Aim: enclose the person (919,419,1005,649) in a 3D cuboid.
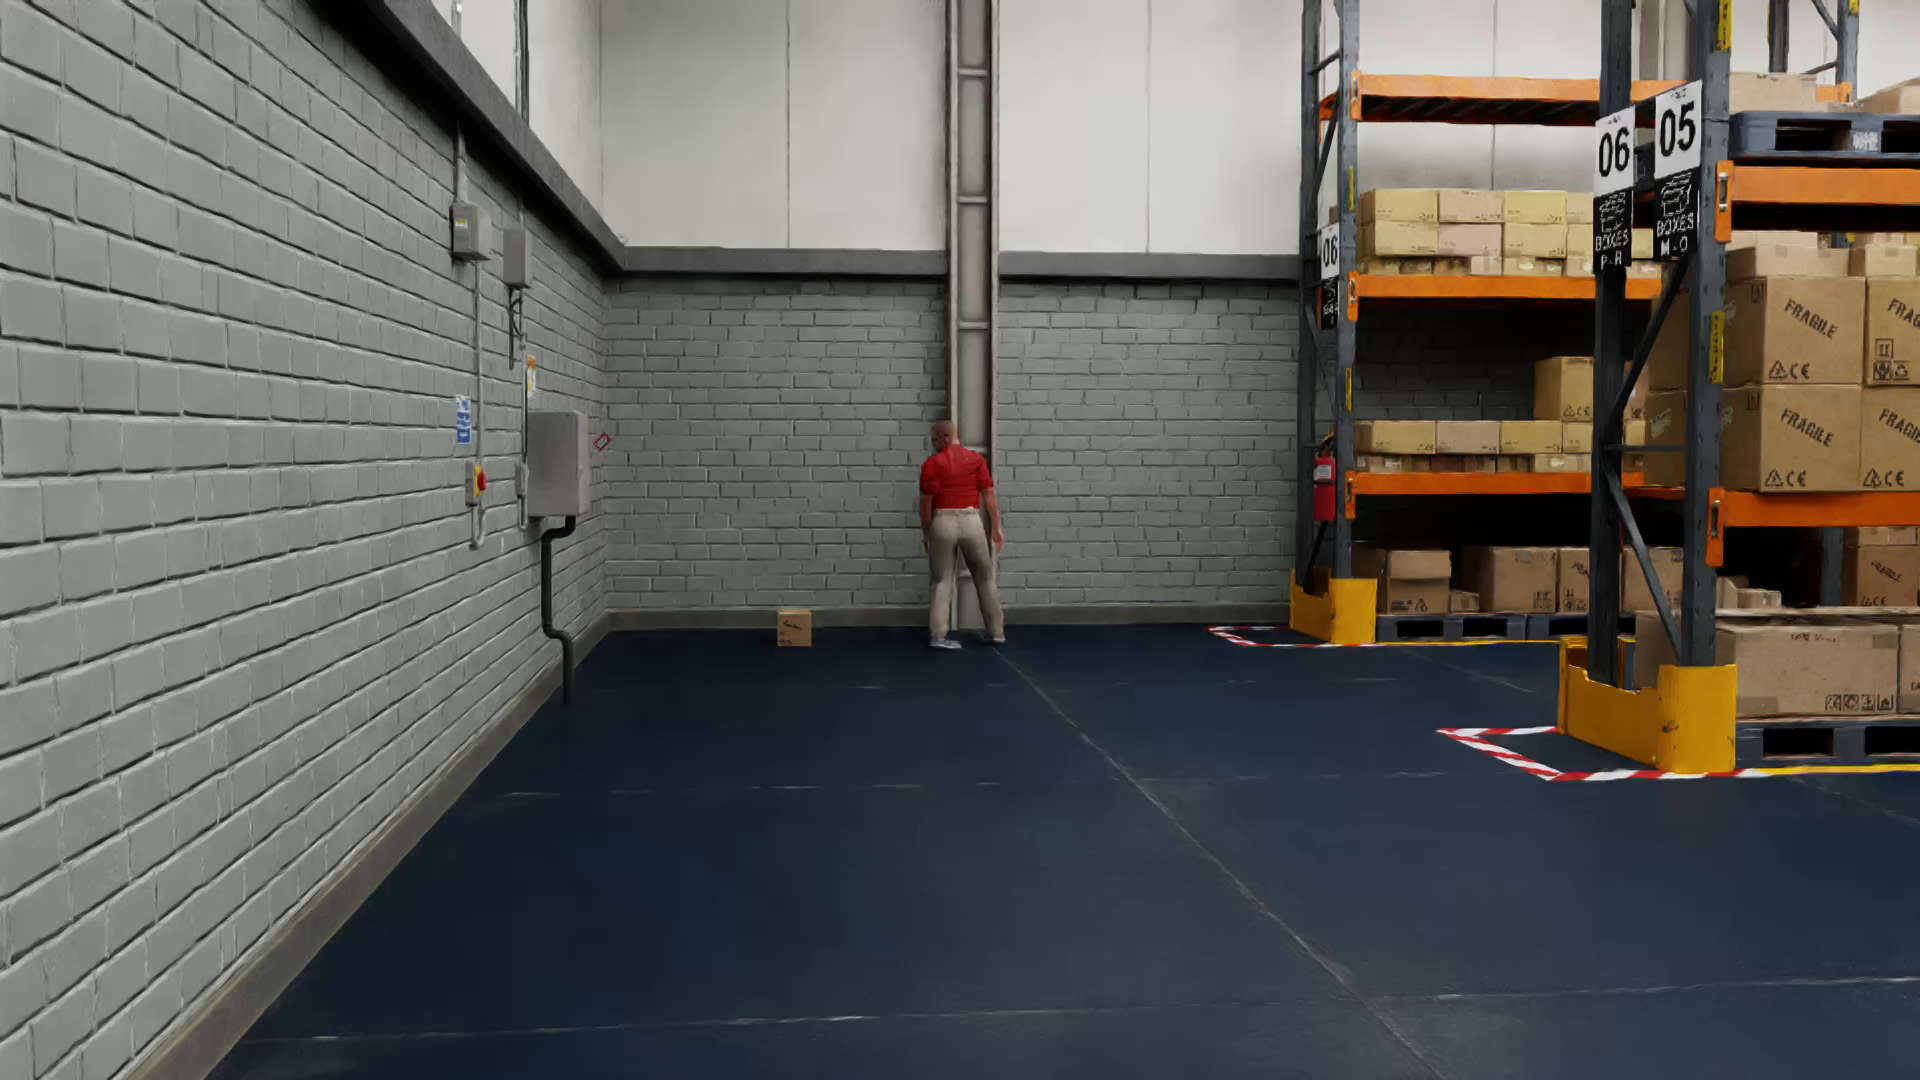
[{"bbox_3d":[0.011,-0.043,12.475,0.661,1.720,0.566,0,3,-6],"label":"person"}]
